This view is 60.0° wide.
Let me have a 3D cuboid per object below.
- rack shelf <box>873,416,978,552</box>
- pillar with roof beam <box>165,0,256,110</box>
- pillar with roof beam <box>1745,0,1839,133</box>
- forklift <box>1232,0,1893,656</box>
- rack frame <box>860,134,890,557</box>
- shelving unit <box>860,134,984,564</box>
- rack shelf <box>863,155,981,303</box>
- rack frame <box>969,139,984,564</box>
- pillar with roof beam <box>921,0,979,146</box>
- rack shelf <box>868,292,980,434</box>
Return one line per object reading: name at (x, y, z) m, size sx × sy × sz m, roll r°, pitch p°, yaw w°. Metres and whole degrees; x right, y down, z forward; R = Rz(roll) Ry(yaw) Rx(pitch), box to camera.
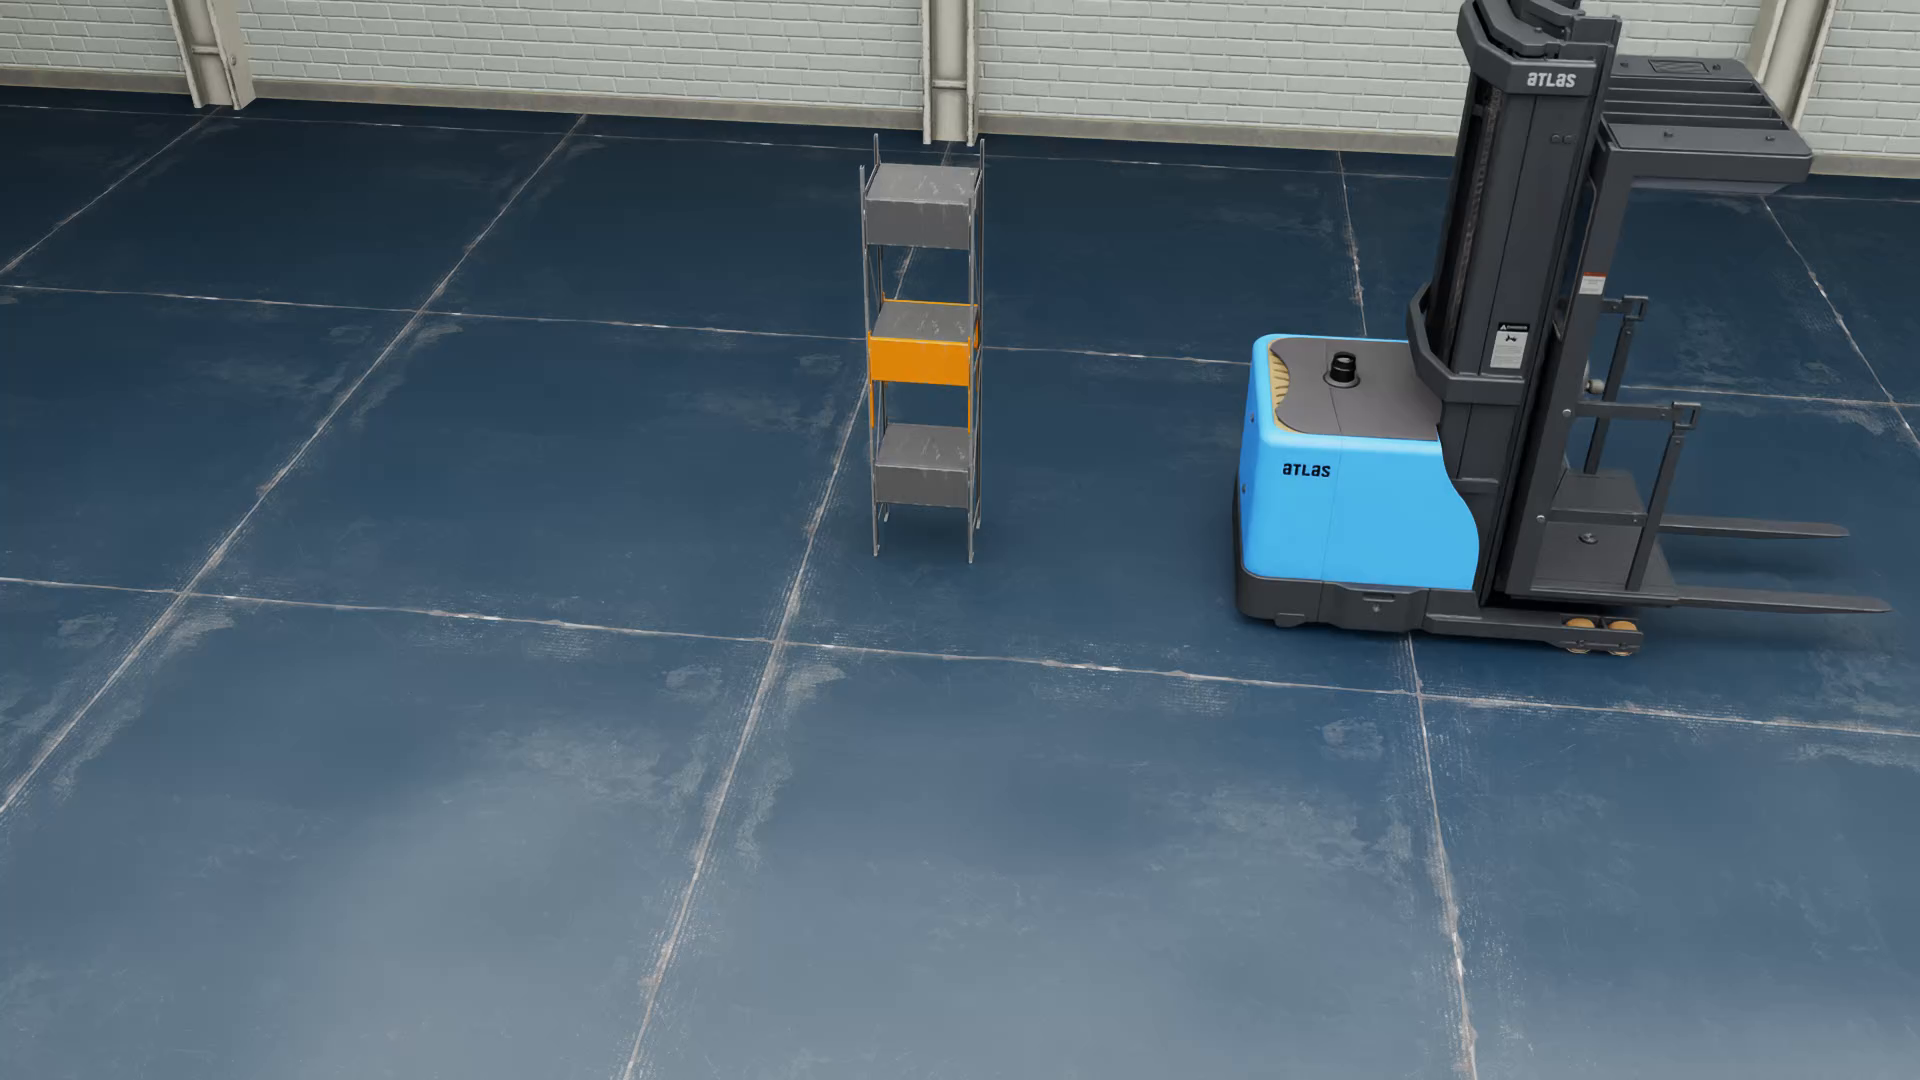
rack shelf at (-0.164, -0.286, 8.429) m, size 0.480 × 0.518 × 0.431 m, roll 4°, pitch 36°, yaw 6°
pillar with roof beam at (-6.570, -4.779, 7.557) m, size 0.400 × 9.000 × 9.100 m, roll 4°, pitch 36°, yaw 6°
pillar with roof beam at (5.332, -3.891, 6.313) m, size 0.400 × 9.000 × 9.100 m, roll 4°, pitch 36°, yaw 6°
forklift at (2.889, -0.973, 7.447) m, size 3.031 × 2.935 × 1.130 m, roll 4°, pitch 36°, yaw 5°
rack frame at (-0.406, -0.885, 8.040) m, size 0.015 × 2.100 × 0.400 m, roll 4°, pitch 36°, yaw 6°
shelving unit at (-0.164, -0.867, 8.014) m, size 0.503 × 2.100 × 0.431 m, roll 4°, pitch 36°, yaw 6°
rack shelf at (-0.164, -1.426, 7.616) m, size 0.480 × 0.518 × 0.431 m, roll 4°, pitch 36°, yaw 6°
rack frame at (0.078, -0.849, 7.989) m, size 0.015 × 2.100 × 0.400 m, roll 4°, pitch 36°, yaw 6°
pillar with roof beam at (-0.619, -4.335, 6.935) m, size 0.400 × 9.000 × 9.100 m, roll 4°, pitch 36°, yaw 6°
rack shelf at (-0.164, -0.856, 8.022) m, size 0.480 × 0.518 × 0.431 m, roll 4°, pitch 36°, yaw 6°
